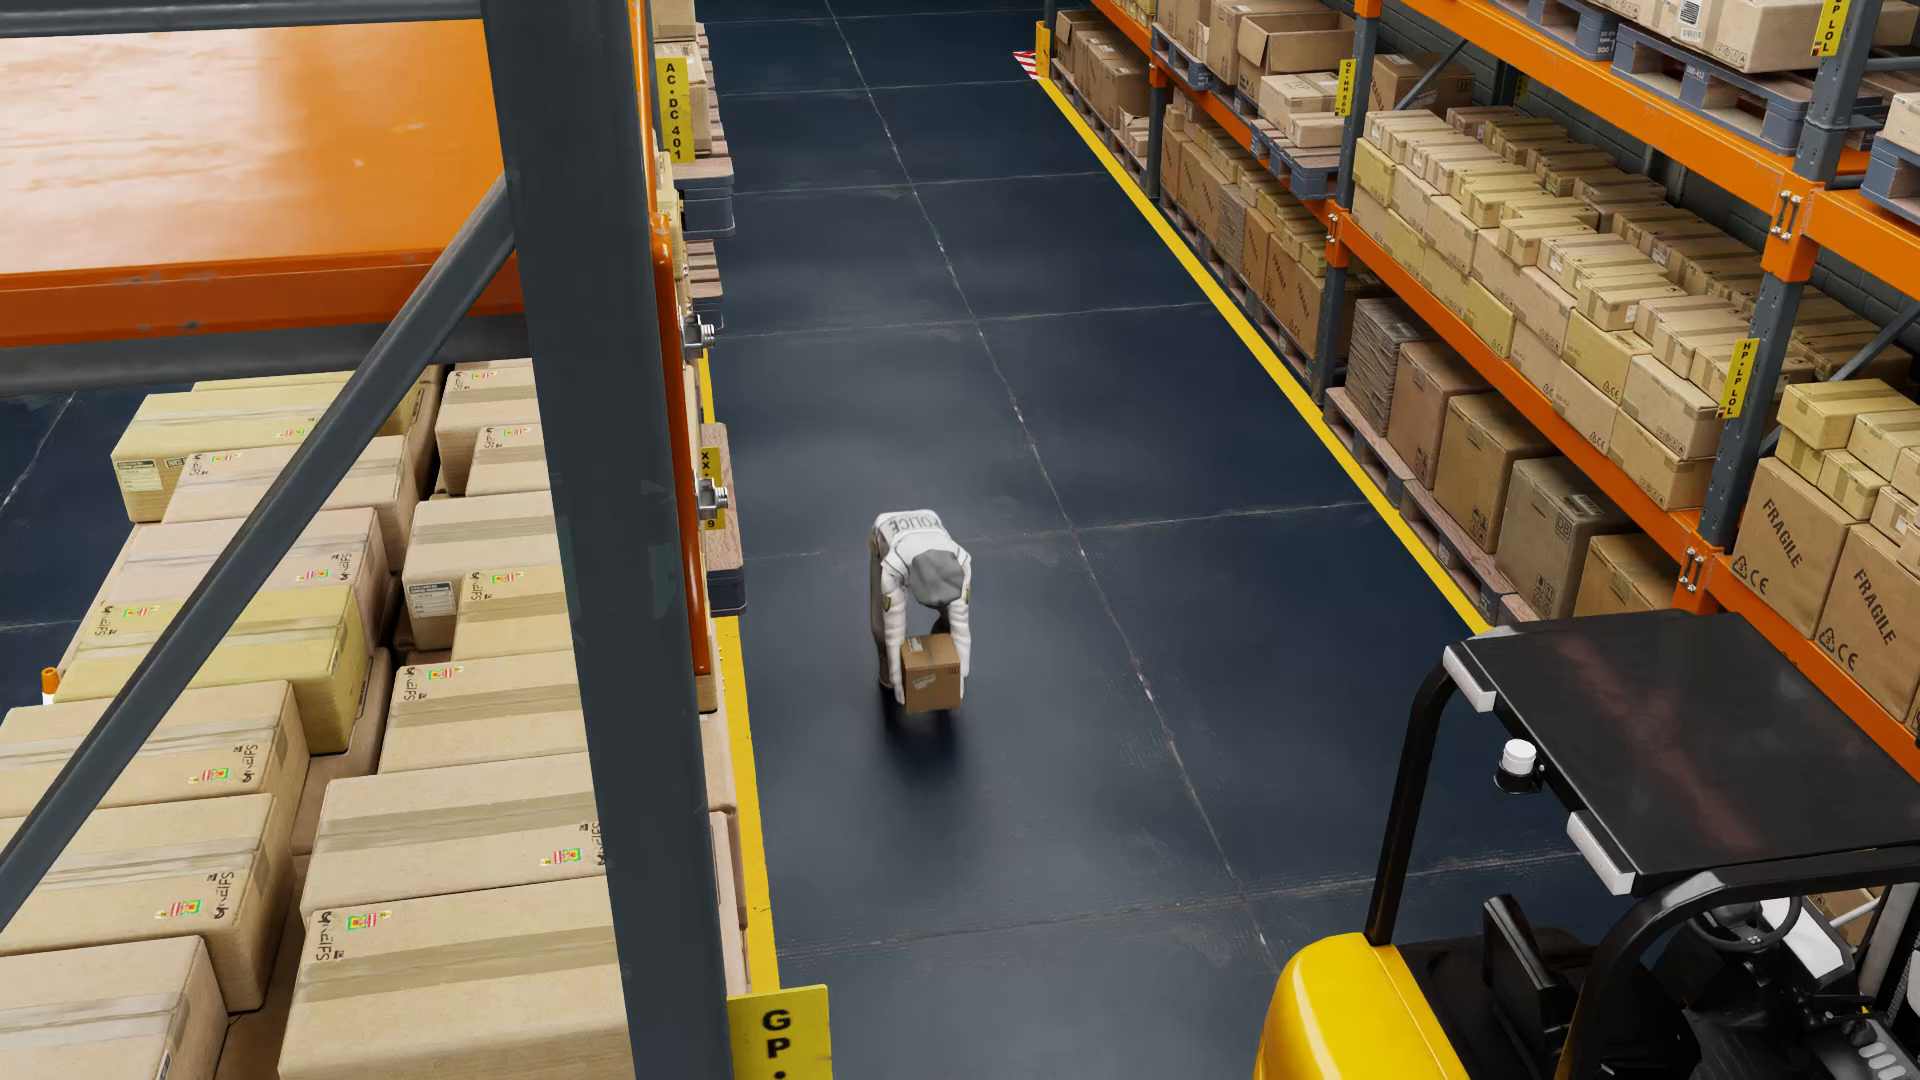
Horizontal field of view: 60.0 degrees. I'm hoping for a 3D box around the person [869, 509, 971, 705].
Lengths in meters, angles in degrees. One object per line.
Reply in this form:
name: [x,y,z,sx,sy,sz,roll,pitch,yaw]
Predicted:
person: [-0.189,0.318,7.769,0.456,0.982,0.914,-6,31,-9]
